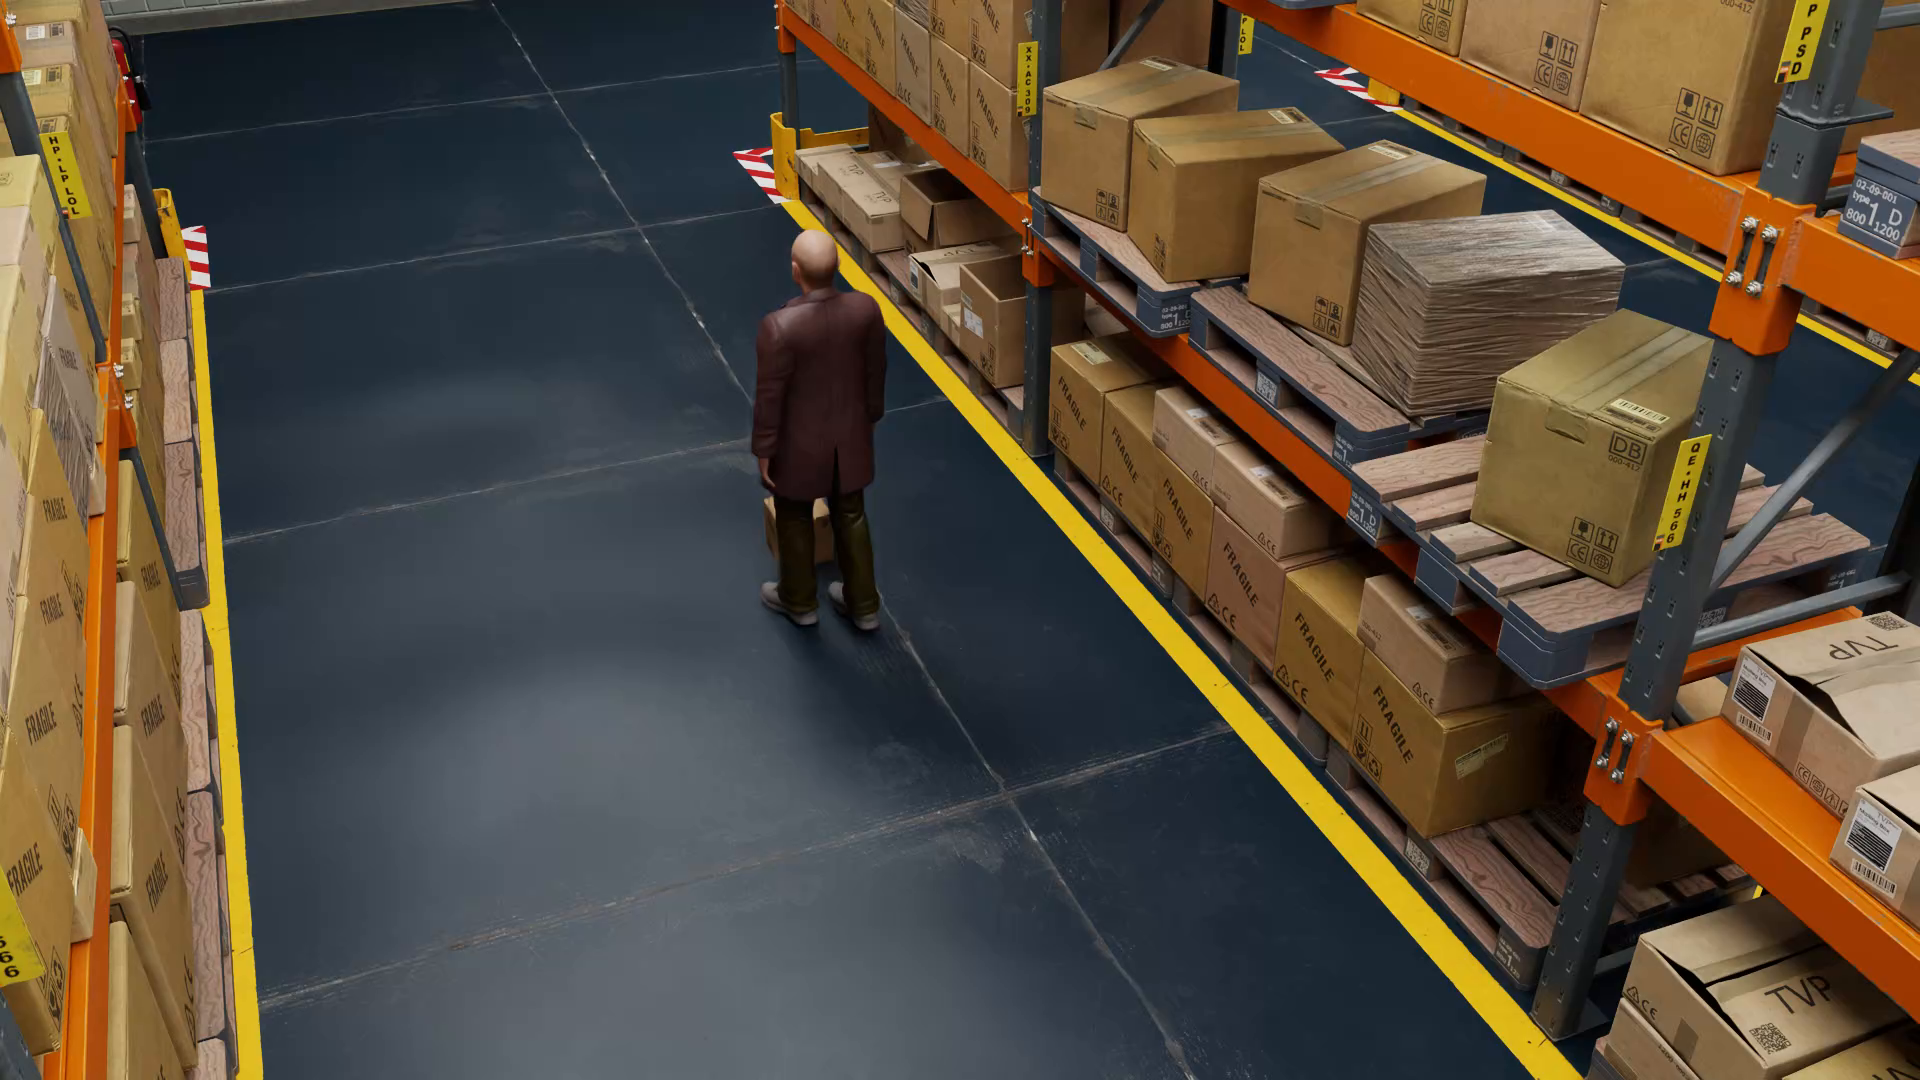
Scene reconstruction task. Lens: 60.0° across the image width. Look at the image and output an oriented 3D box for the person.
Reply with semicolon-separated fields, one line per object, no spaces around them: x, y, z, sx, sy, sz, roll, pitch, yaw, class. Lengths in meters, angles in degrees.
-0.570;-0.433;6.803;0.607;1.790;0.547;-16;36;-23;person
